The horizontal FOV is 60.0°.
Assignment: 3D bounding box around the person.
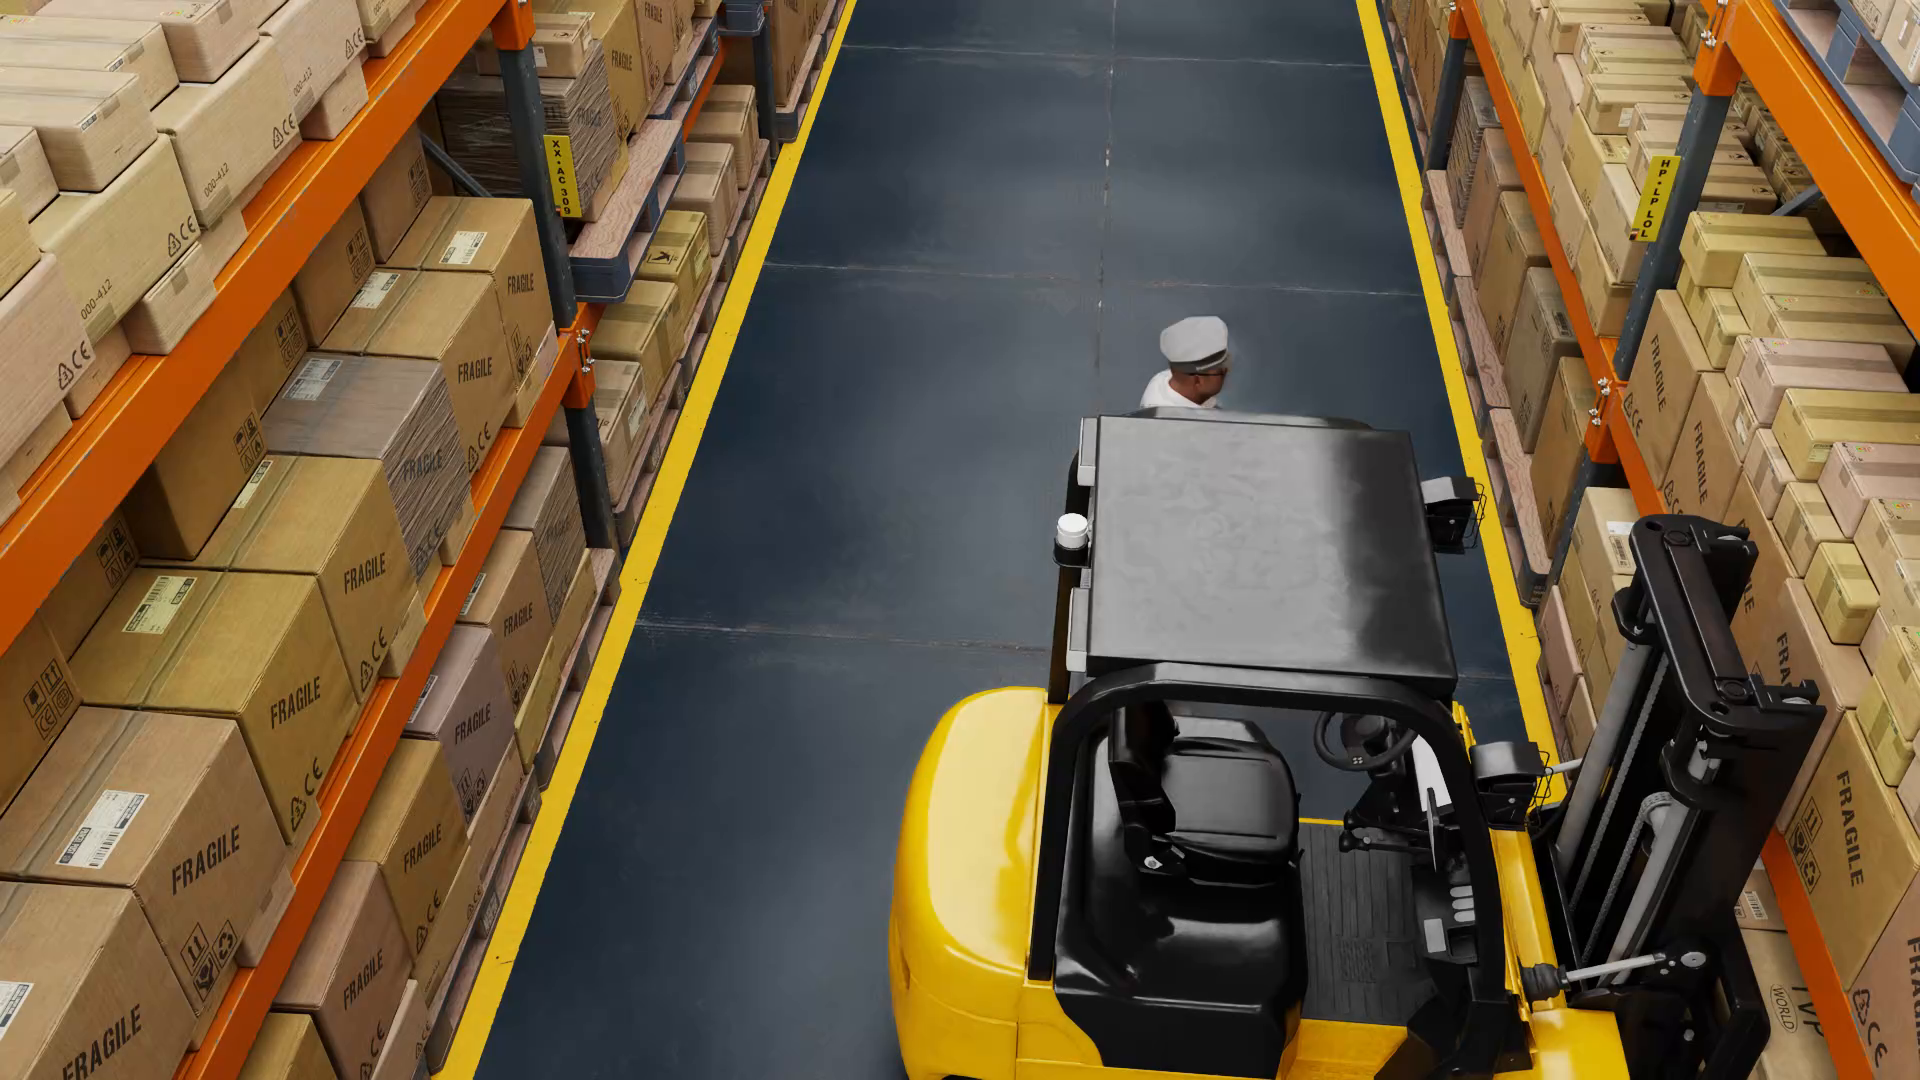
[{"bbox_3d":[0.829,-0.047,6.208,0.580,1.759,0.489,3,40,3],"label":"person"}]
